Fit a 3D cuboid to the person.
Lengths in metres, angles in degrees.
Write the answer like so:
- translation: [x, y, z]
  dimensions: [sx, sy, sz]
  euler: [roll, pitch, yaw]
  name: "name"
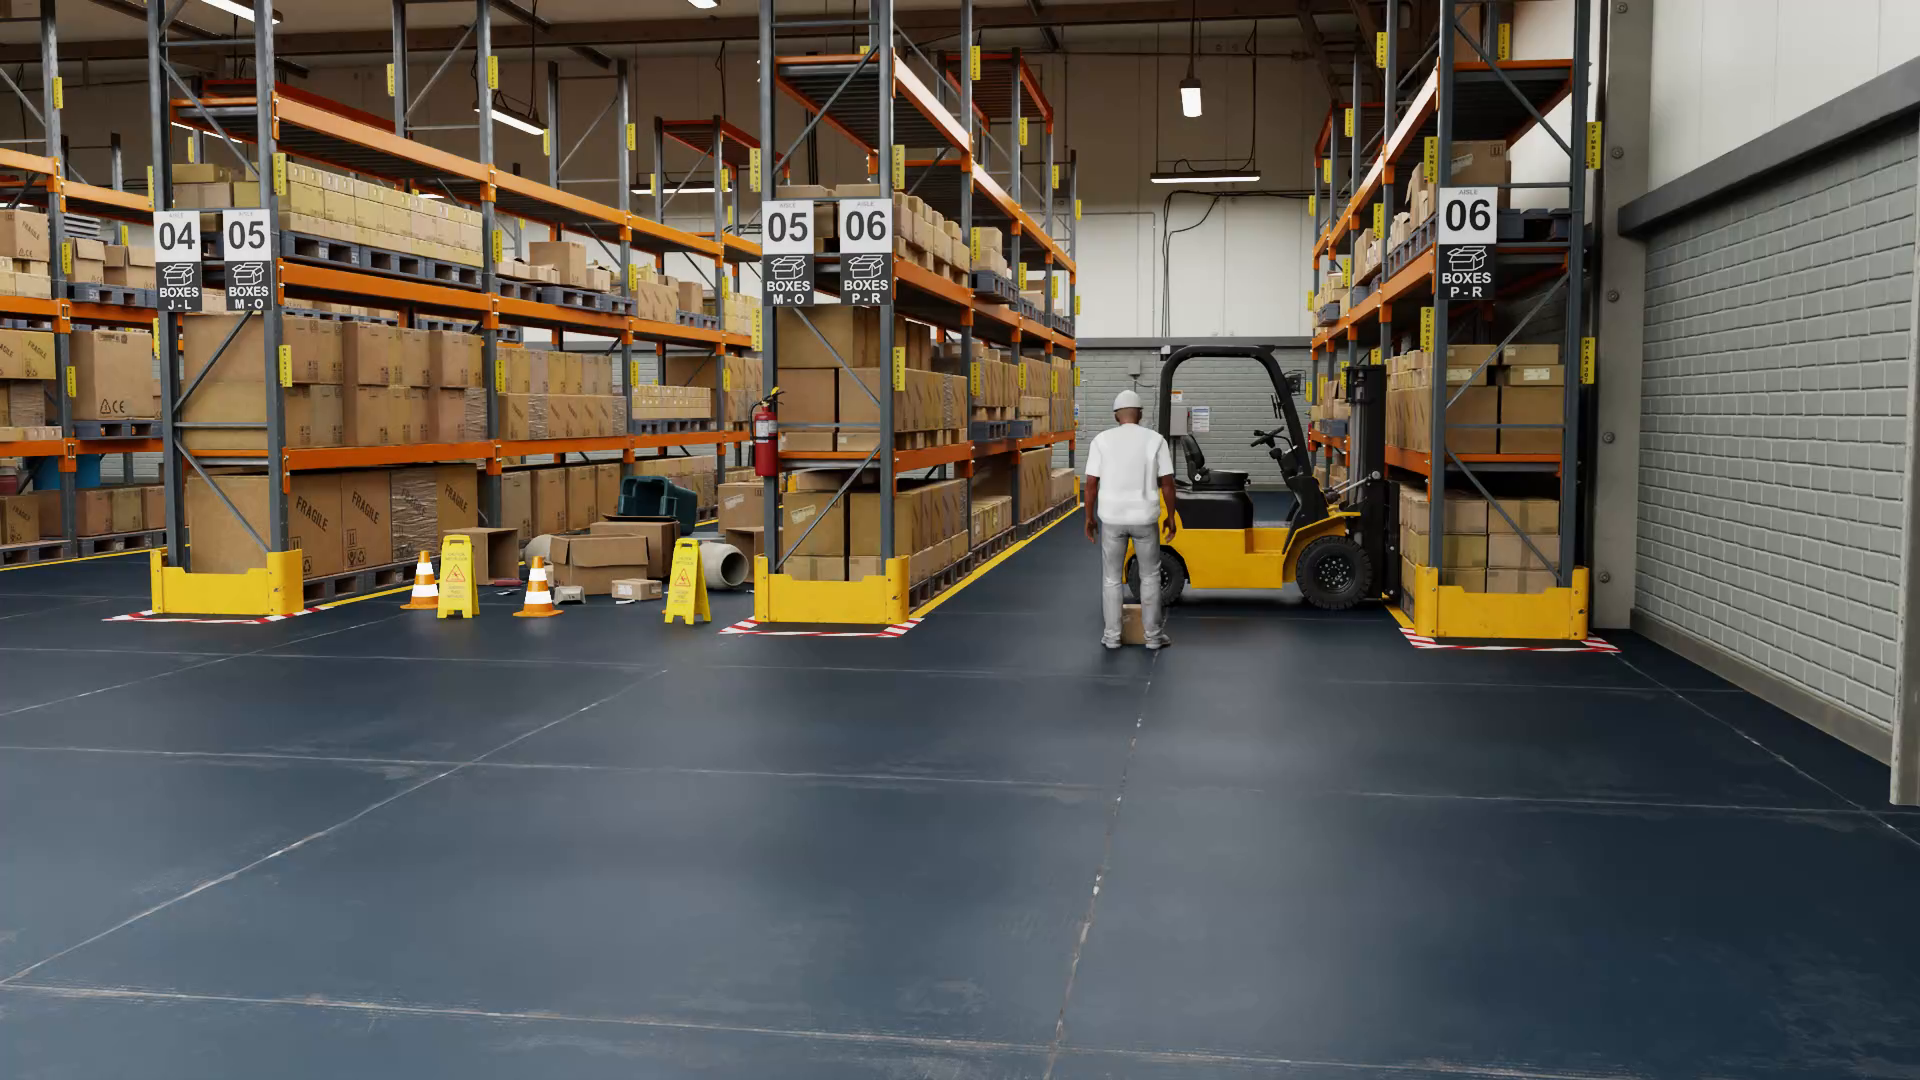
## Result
- translation: [1.166, -0.145, 11.395]
  dimensions: [0.629, 1.761, 0.462]
  euler: [1, 4, 8]
  name: "person"
